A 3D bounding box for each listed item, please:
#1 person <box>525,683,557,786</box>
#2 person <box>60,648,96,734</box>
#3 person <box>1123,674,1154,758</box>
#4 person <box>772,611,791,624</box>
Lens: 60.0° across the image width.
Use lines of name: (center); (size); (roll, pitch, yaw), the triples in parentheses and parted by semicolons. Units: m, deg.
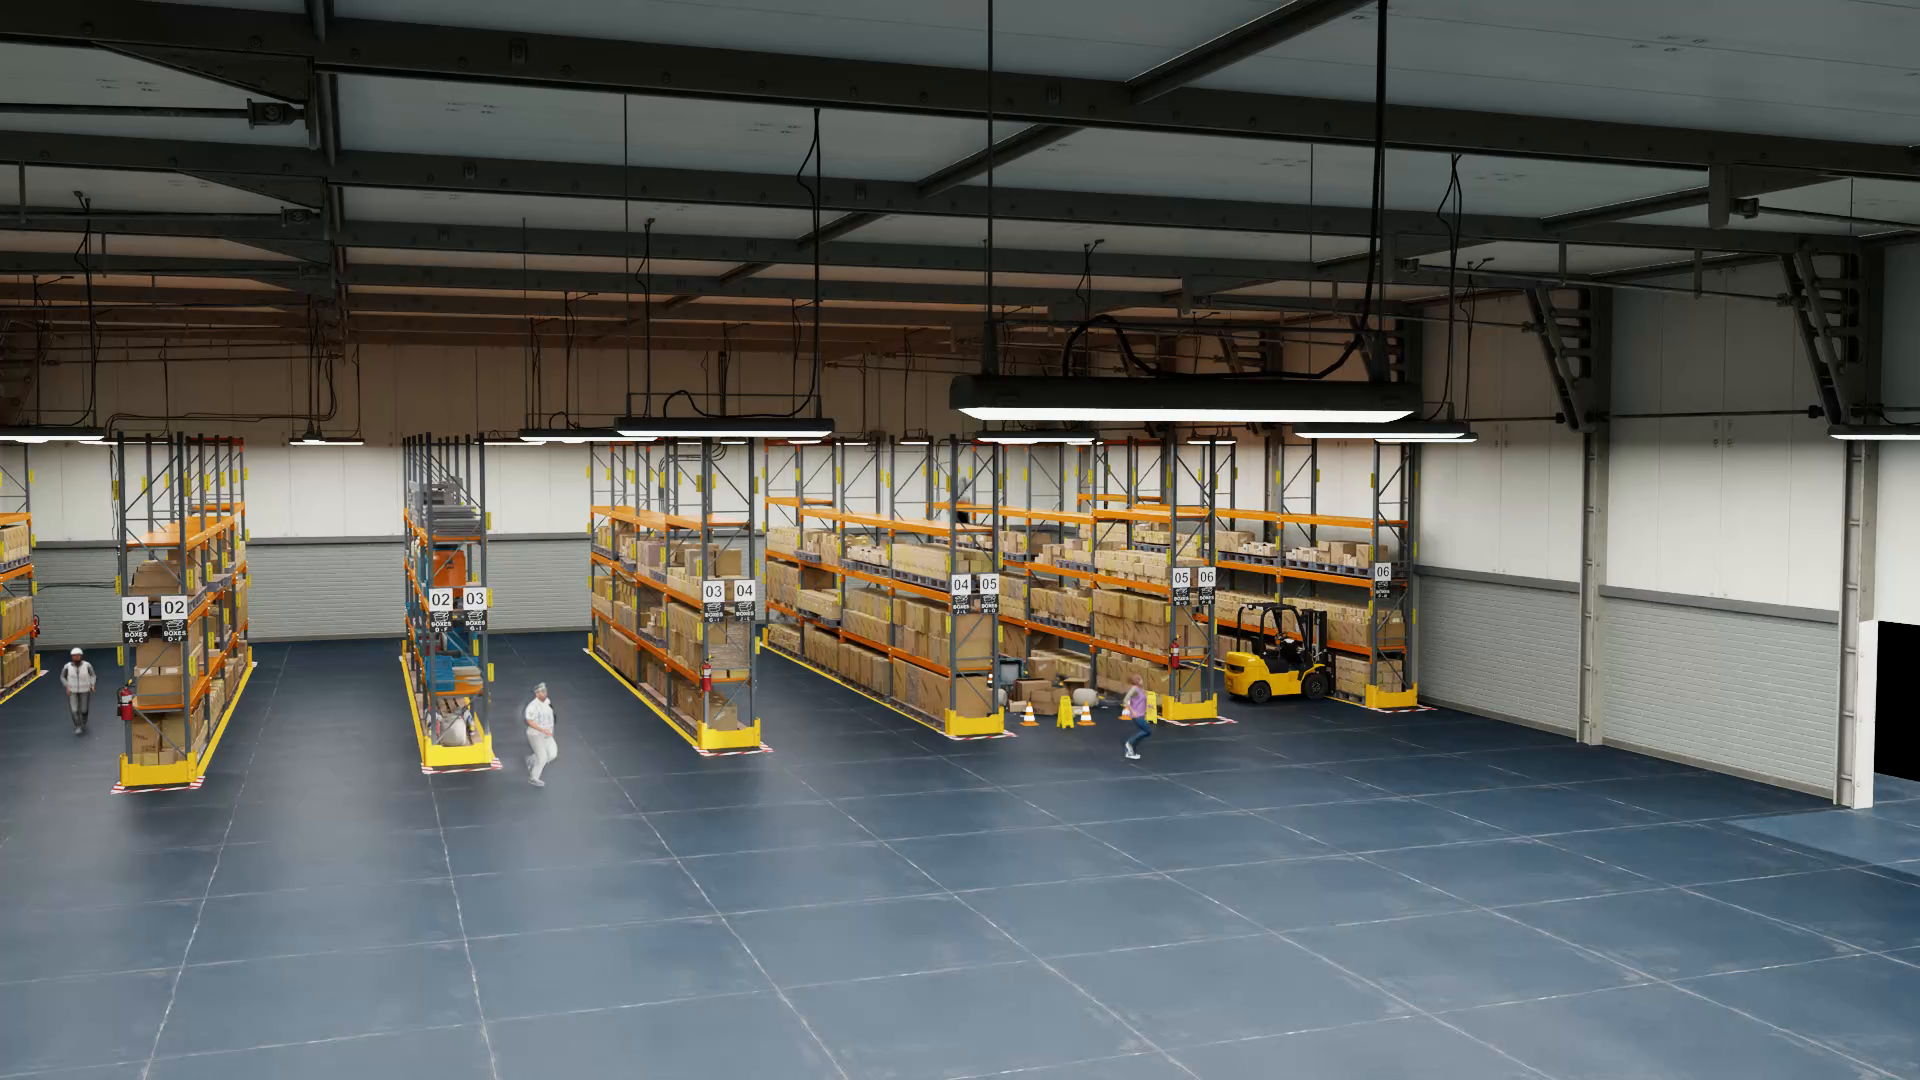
person: (-7.141, 3.290, 28.301); (0.668, 1.749, 0.684); (1, 3, 22)
person: (-17.731, 3.017, 33.437); (0.640, 1.722, 0.619); (-2, 4, -29)
person: (3.301, 3.243, 30.570); (0.549, 1.559, 0.522); (1, 3, 18)
person: (-5.289, 2.110, 49.782); (0.693, 1.675, 0.638); (1, 3, 14)
